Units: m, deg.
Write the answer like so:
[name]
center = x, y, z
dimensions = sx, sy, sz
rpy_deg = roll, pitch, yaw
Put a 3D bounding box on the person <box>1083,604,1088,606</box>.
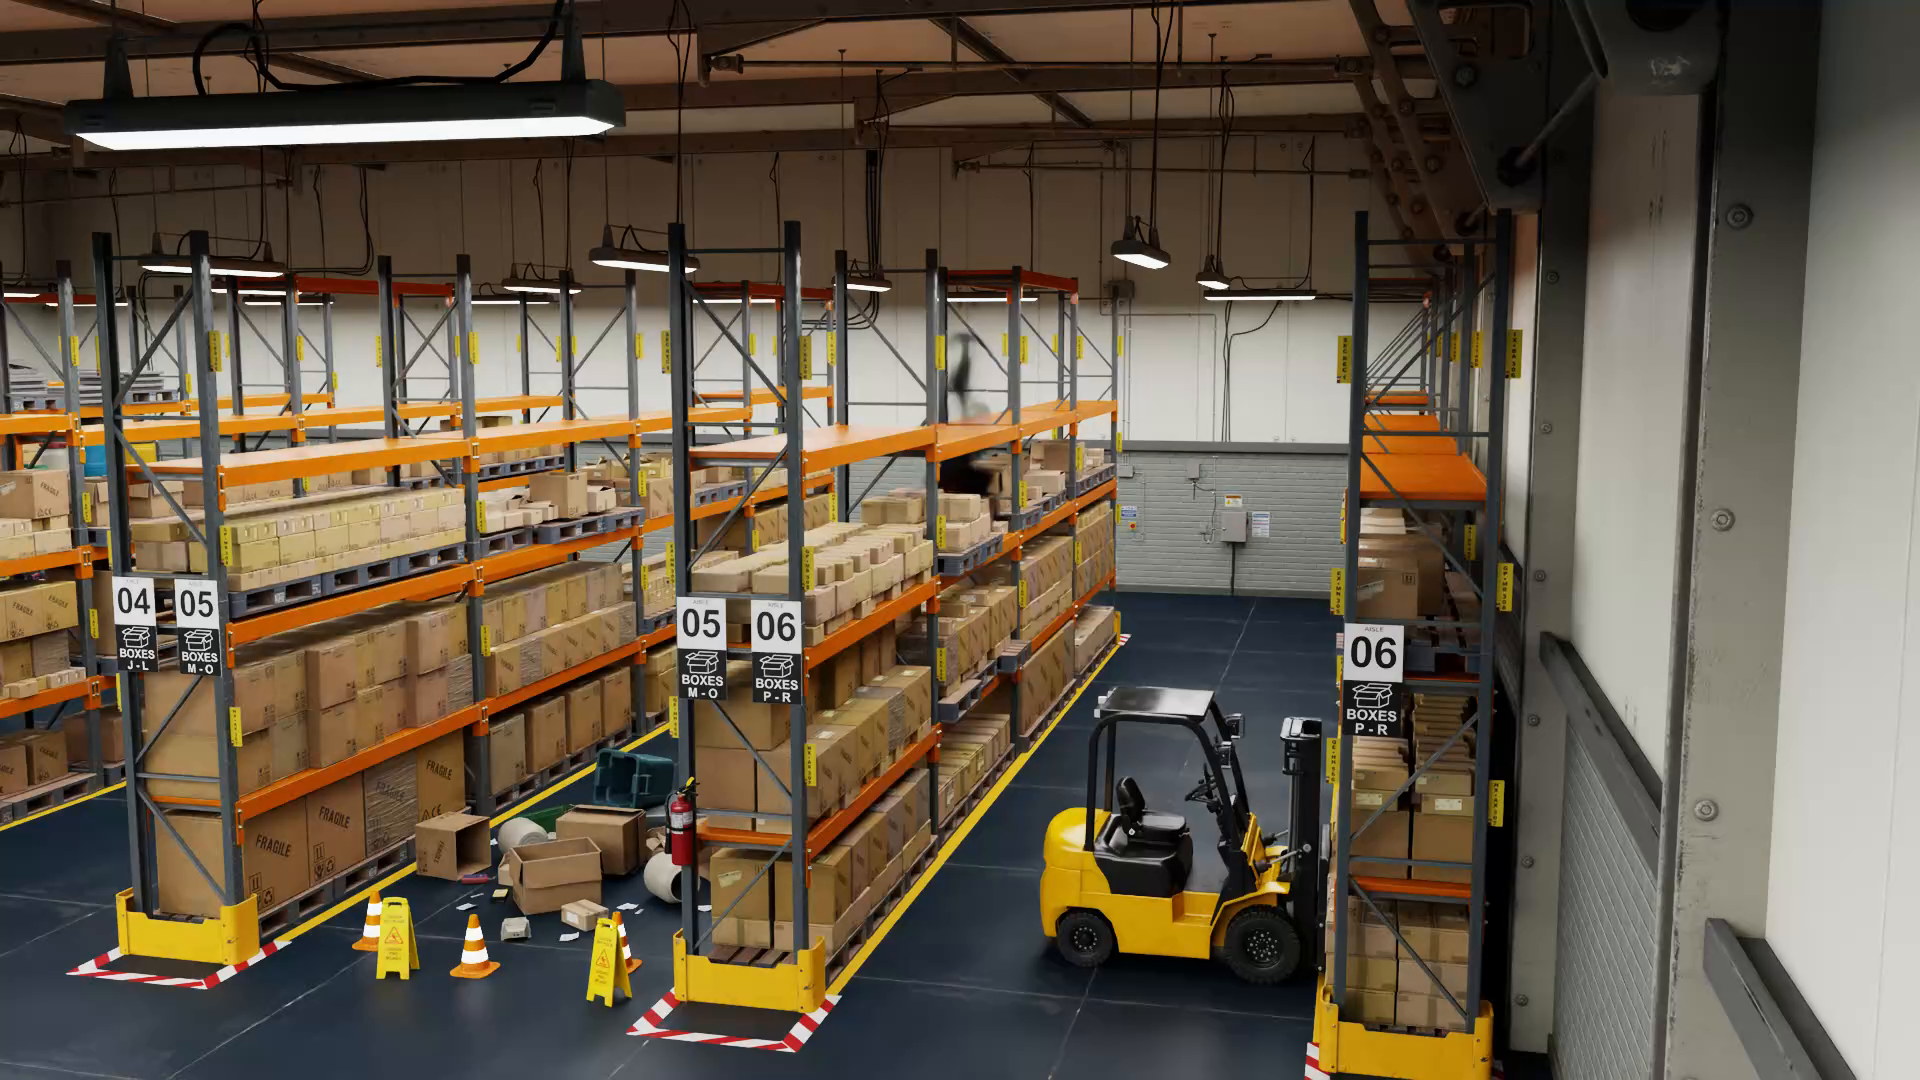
[person]
center = 2.068, 0.746, 29.243
dimensions = 0.760, 1.733, 0.669
rpy_deg = 1, 7, 9
